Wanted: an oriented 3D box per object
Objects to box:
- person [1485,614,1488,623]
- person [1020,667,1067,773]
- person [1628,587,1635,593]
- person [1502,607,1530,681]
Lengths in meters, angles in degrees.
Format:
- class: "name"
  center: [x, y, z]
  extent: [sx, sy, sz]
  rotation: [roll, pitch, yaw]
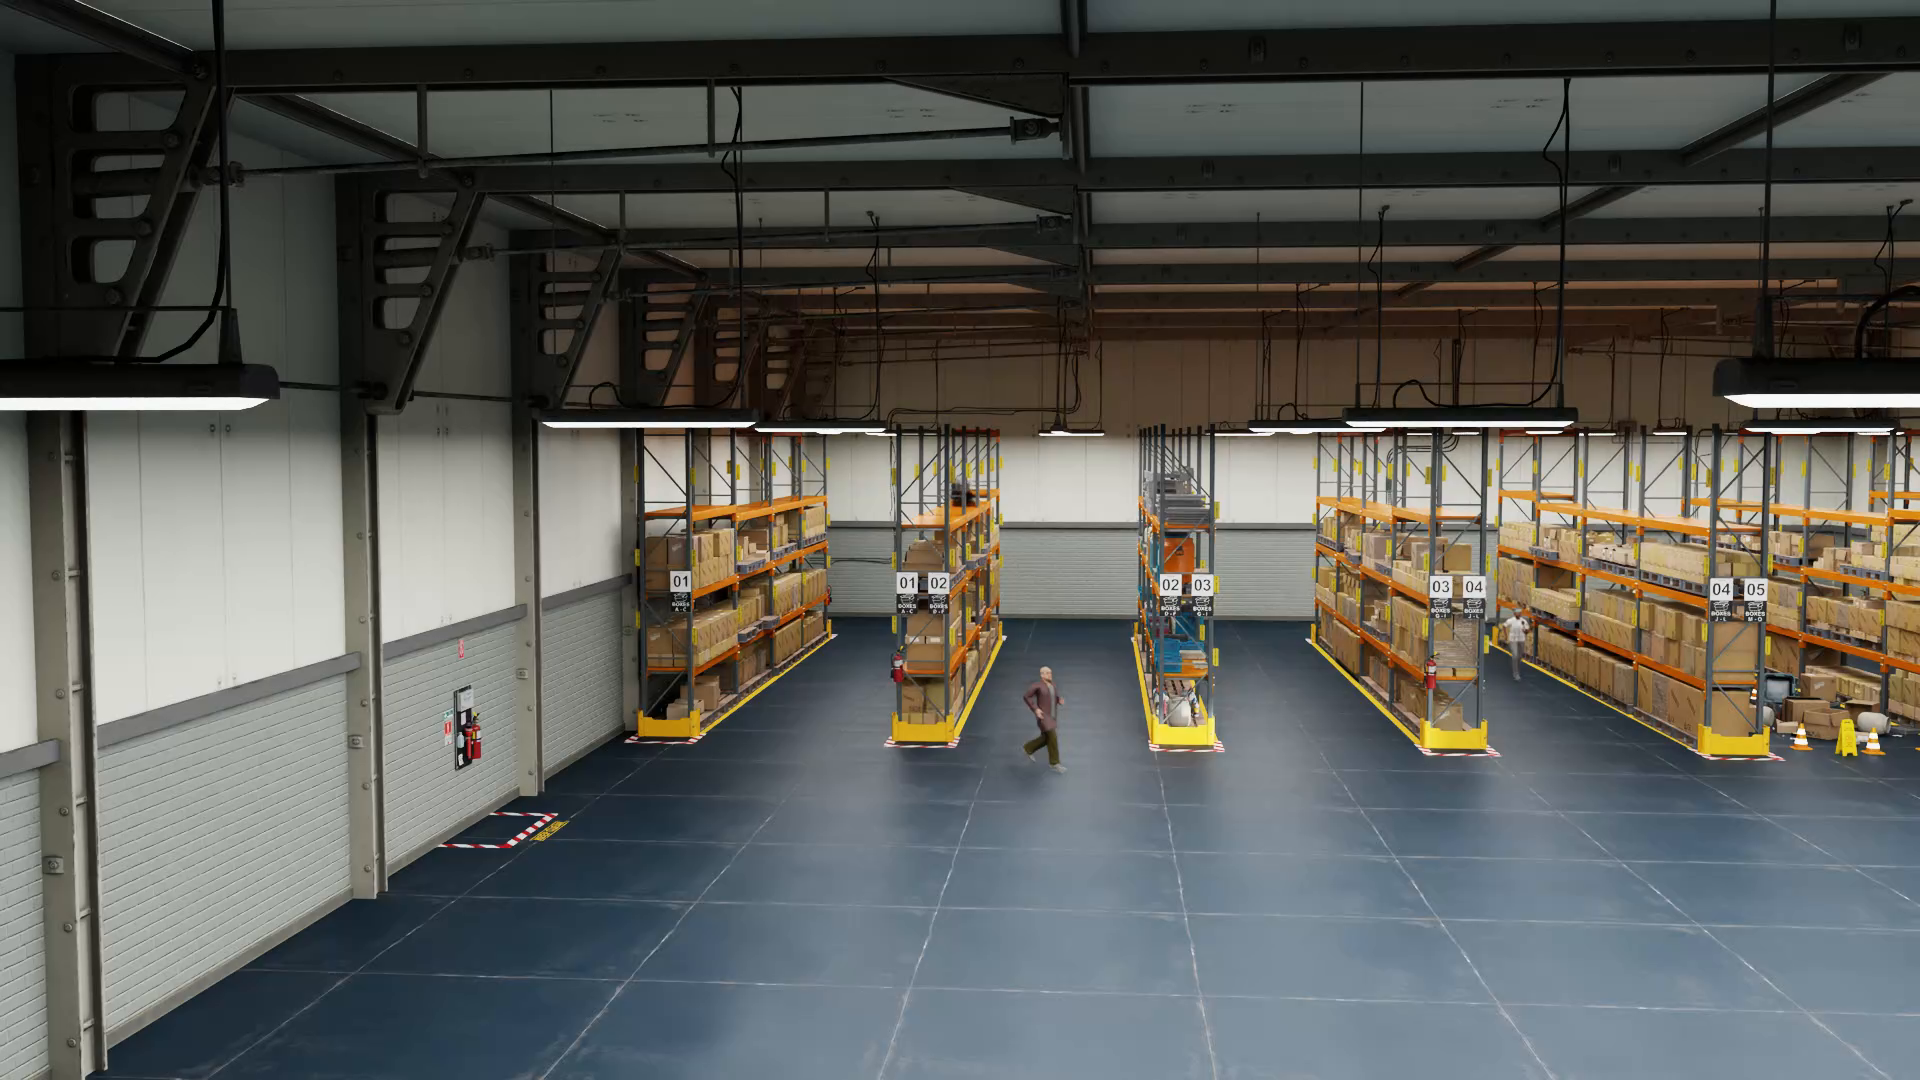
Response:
- class: "person"
  center: [13.386, 2.327, 43.070]
  extent: [0.534, 1.587, 0.669]
  rotation: [1, 4, 13]
- class: "person"
  center: [1.466, 3.081, 28.806]
  extent: [0.977, 1.793, 0.688]
  rotation: [3, 4, 37]
- class: "person"
  center: [19.169, 2.041, 47.277]
  extent: [0.781, 1.664, 0.617]
  rotation: [0, 3, 7]
- class: "person"
  center: [13.292, 2.445, 39.693]
  extent: [0.562, 1.721, 0.885]
  rotation: [0, 3, -1]
